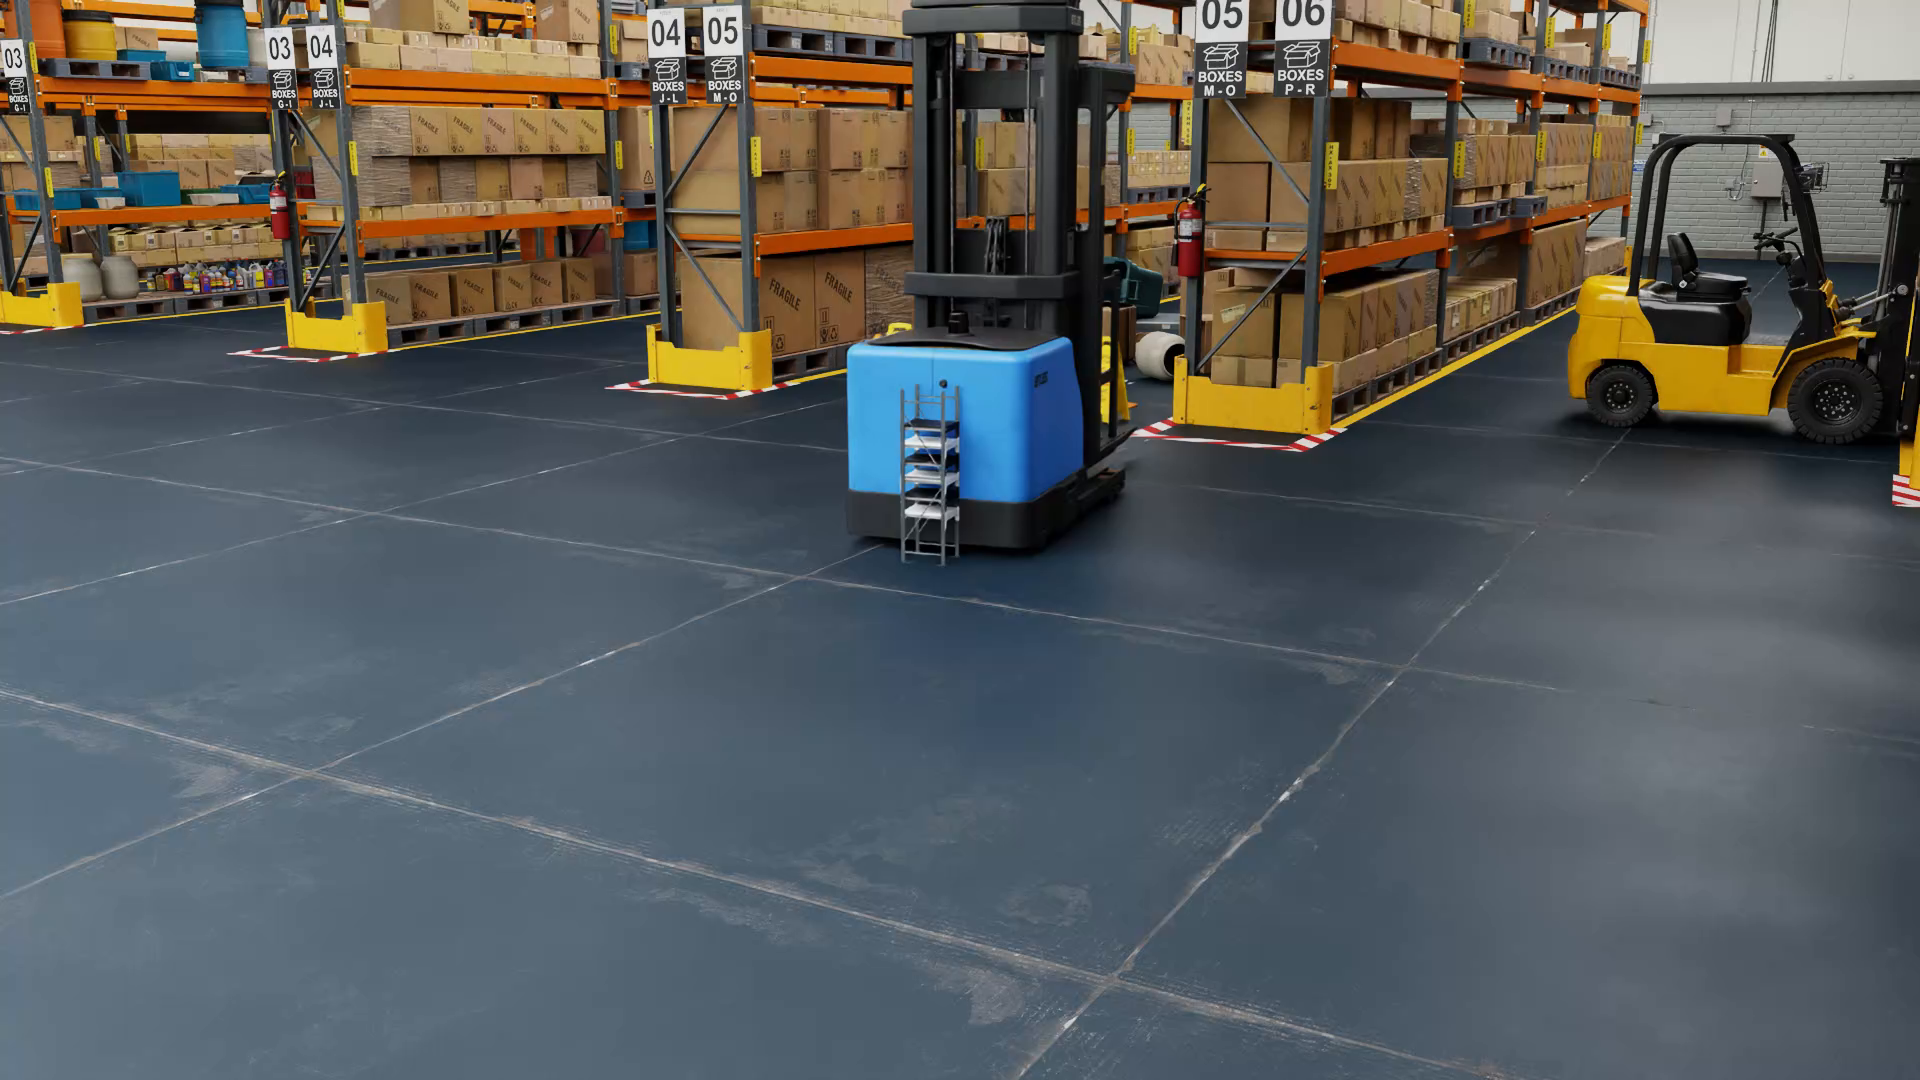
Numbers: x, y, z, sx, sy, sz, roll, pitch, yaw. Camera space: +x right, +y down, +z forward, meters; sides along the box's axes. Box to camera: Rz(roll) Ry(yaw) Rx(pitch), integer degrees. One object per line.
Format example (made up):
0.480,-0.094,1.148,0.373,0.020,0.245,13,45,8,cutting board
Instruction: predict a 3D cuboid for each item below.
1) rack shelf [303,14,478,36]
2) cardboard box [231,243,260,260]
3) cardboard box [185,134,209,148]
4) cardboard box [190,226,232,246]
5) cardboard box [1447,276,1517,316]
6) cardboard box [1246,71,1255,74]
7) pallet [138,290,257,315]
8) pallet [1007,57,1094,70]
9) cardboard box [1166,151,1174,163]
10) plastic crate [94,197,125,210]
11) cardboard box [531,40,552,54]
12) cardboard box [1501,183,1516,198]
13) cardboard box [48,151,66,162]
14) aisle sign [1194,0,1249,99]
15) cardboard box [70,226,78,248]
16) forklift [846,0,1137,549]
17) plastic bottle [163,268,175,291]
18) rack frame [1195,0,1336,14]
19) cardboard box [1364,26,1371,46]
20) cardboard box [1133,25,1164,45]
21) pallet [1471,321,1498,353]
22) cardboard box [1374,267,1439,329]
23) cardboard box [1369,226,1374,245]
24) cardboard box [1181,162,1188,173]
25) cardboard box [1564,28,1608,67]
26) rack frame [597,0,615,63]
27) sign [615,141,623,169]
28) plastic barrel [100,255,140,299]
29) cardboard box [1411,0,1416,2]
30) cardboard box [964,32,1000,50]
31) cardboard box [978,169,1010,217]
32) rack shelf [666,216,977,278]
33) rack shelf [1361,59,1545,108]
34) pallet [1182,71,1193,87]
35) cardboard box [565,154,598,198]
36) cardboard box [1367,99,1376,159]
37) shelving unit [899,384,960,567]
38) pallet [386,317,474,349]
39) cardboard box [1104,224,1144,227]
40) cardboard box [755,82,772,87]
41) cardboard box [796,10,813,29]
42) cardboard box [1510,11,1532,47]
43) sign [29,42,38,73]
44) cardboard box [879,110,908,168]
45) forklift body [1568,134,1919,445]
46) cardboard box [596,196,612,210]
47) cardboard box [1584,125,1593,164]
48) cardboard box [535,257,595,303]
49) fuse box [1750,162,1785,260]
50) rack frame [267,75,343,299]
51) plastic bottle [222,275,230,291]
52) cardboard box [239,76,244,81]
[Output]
-10.340,-8.981,29.476,1.077,0.370,4.000,7,15,28,rack shelf
-11.839,-4.722,27.190,0.500,0.250,0.500,8,16,29,cardboard box
-14.702,-7.604,31.684,0.500,0.250,0.500,7,15,28,cardboard box
-12.081,-4.890,26.693,0.500,0.311,0.500,8,16,30,cardboard box
5.756,-2.765,18.813,0.950,0.372,0.625,6,15,24,cardboard box
4.033,-7.014,24.578,0.500,0.250,0.500,8,16,30,cardboard box
-9.856,-3.076,21.344,1.003,0.211,1.213,7,15,28,pallet
0.854,-5.492,19.415,1.003,0.211,1.213,8,16,31,pallet
2.683,-5.207,22.602,0.380,0.149,0.250,8,16,30,cardboard box
-10.126,-4.015,19.848,0.298,0.136,0.250,7,15,28,plastic crate
-4.840,-5.569,18.804,0.380,0.149,0.250,7,15,26,cardboard box
5.688,-3.712,17.672,0.380,0.149,0.250,8,16,29,cardboard box
-13.306,-5.612,24.313,0.380,0.149,0.250,7,15,27,cardboard box
1.887,-3.596,12.001,0.394,0.787,0.004,7,15,28,aisle sign
-16.298,-5.512,29.891,0.700,0.500,0.500,7,15,28,cardboard box
0.371,-1.679,9.746,1.130,2.935,3.031,5,14,19,forklift
-10.190,-3.360,21.445,0.152,0.276,0.135,8,15,28,plastic bottle
2.171,-5.228,11.519,1.000,3.000,0.127,7,15,28,rack frame
2.920,-3.847,12.727,0.380,0.149,0.250,7,15,28,cardboard box
2.431,-6.586,21.706,0.396,0.266,0.258,7,15,28,cardboard box
5.069,-2.188,17.658,1.003,0.211,1.213,7,15,28,pallet
4.054,-2.213,15.181,0.500,0.500,0.500,7,15,27,cardboard box
3.084,-2.438,13.283,0.380,0.149,0.250,8,16,30,cardboard box
2.936,-5.165,23.065,0.380,0.149,0.250,7,15,28,cardboard box
8.440,-6.630,22.412,0.500,0.500,0.500,8,16,29,cardboard box
-4.570,-7.172,19.580,1.000,3.000,0.127,7,15,28,rack frame
-4.092,-4.616,19.933,0.100,0.325,0.005,7,15,28,sign
-10.346,-3.237,20.472,0.421,0.512,0.421,0,14,0,plastic barrel
3.477,-4.437,13.474,0.380,0.149,0.250,8,16,29,cardboard box
0.233,-5.414,17.866,0.258,0.266,0.396,7,15,27,cardboard box
0.212,-3.798,18.176,0.500,0.500,0.500,8,15,29,cardboard box
-1.244,-2.912,16.249,1.077,0.370,4.000,7,15,28,rack shelf
5.072,-4.651,17.061,1.077,0.370,4.000,7,15,28,rack shelf
2.700,-6.353,22.985,1.213,0.211,1.003,7,15,28,pallet
-4.842,-4.363,19.883,0.875,0.500,0.500,7,15,28,cardboard box
3.170,-3.544,14.351,0.700,0.500,0.500,7,15,27,cardboard box
-0.153,-0.331,8.487,0.258,0.900,0.210,5,14,19,shelving unit
-6.044,-2.257,17.945,1.003,0.211,1.213,7,15,28,pallet
2.252,-4.224,22.991,0.500,0.250,0.500,8,16,29,cardboard box
-2.880,-6.232,22.405,0.500,0.250,0.500,7,15,28,cardboard box
-1.521,-4.578,14.650,0.380,0.149,0.250,7,15,28,cardboard box
6.089,-5.760,19.009,0.797,0.503,0.637,6,15,25,cardboard box
-10.360,-5.395,18.592,0.100,0.325,0.005,7,15,28,sign
-1.031,-3.977,16.507,0.875,0.550,0.550,7,15,28,cardboard box
5.838,-1.933,12.463,2.313,2.155,1.214,7,15,28,forklift body
-4.417,-4.056,19.992,0.380,0.149,0.250,7,15,28,cardboard box
7.976,-5.188,21.807,0.500,0.500,0.500,8,16,30,cardboard box
-4.799,-3.167,20.205,0.500,0.500,0.500,7,15,26,cardboard box
14.380,-5.859,29.687,0.539,1.711,0.414,7,15,28,fuse box
-8.906,-4.816,22.611,1.000,3.000,0.127,7,15,28,rack frame
-9.429,-3.297,21.341,0.097,0.201,0.097,0,14,0,plastic bottle
-11.714,-7.579,27.096,0.500,0.250,0.500,8,16,30,cardboard box
